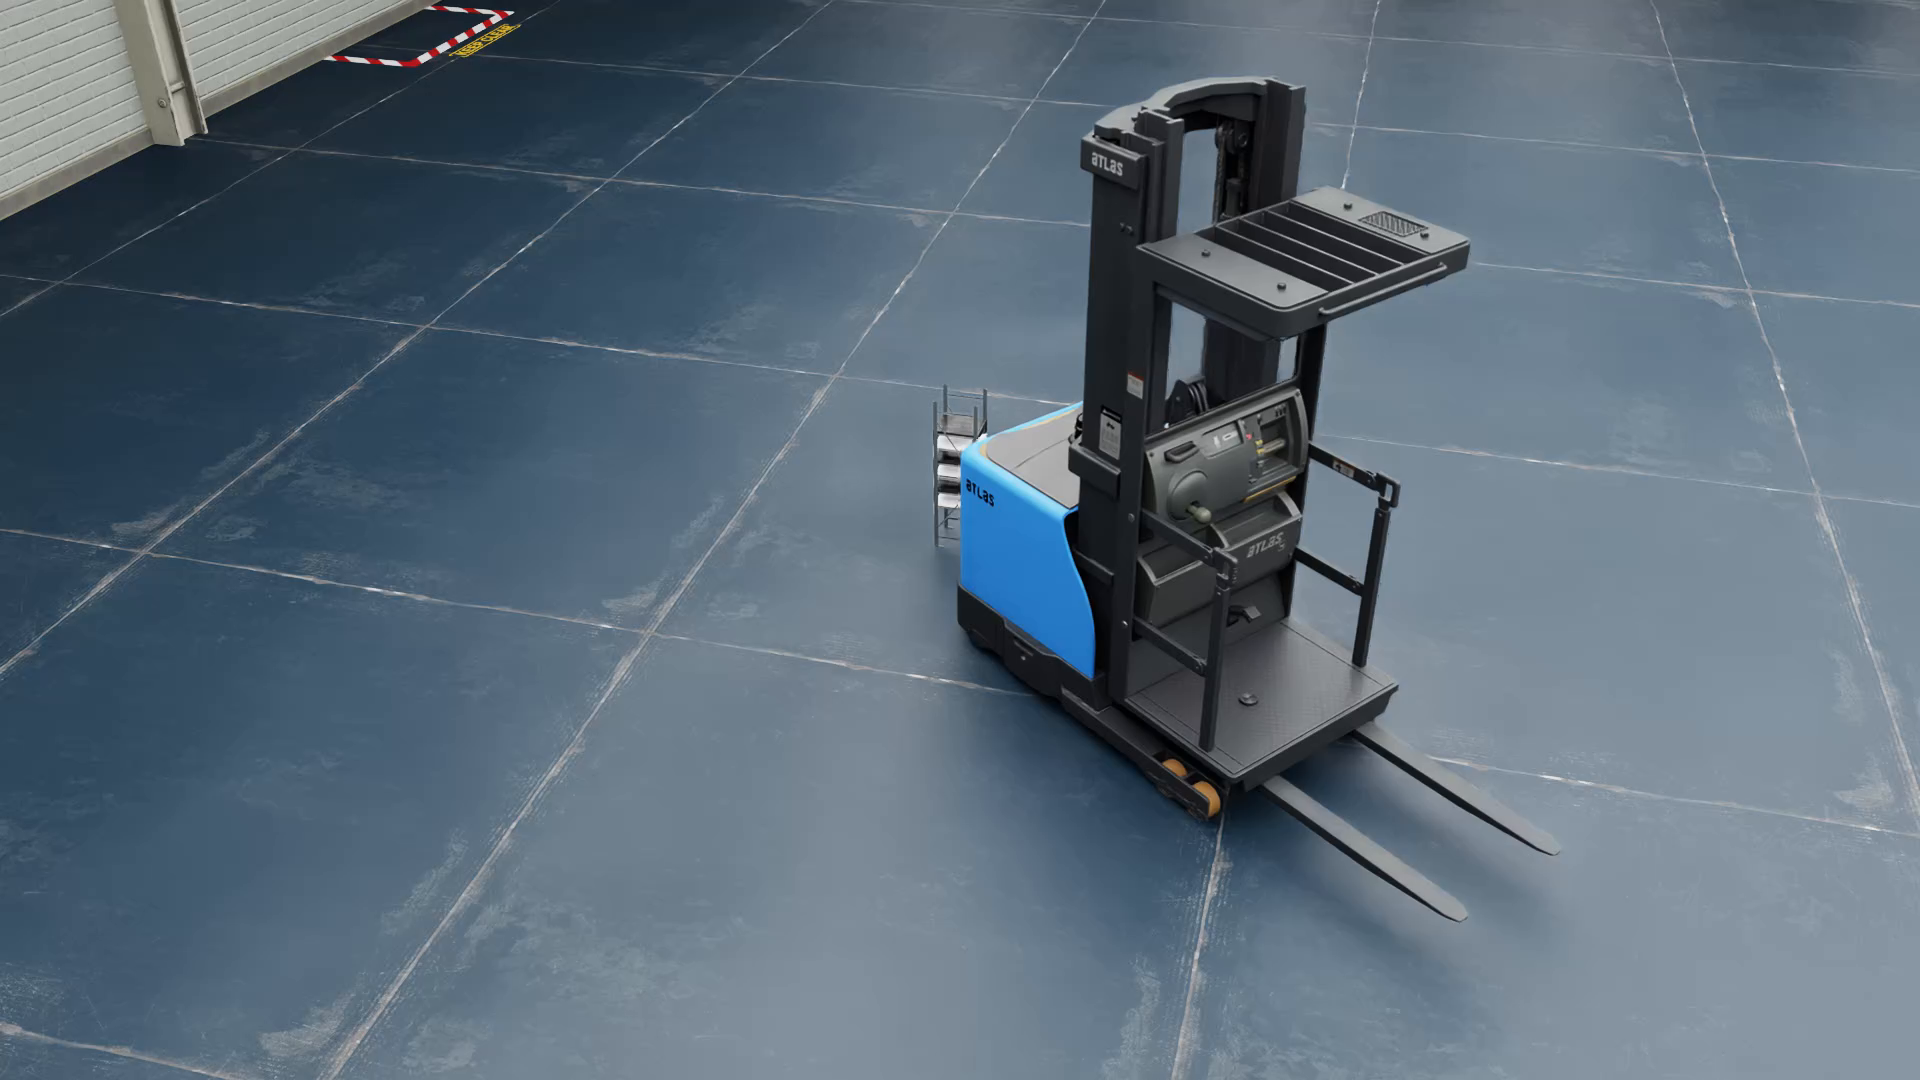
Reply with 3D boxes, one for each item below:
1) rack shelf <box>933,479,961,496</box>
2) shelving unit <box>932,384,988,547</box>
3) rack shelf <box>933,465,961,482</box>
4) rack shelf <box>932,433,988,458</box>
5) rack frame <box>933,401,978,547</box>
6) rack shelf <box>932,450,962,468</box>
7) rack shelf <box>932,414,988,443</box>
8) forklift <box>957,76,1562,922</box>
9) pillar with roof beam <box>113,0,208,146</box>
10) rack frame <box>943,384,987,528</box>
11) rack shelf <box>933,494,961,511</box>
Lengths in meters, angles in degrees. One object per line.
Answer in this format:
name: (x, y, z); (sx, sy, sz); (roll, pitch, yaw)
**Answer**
rack shelf: (0.002, -0.280, 9.081); (0.258, 0.077, 0.200); (8, 33, 12)
shelving unit: (0.002, -0.384, 9.015); (0.258, 0.900, 0.210); (8, 33, 12)
rack shelf: (0.002, -0.356, 9.033); (0.258, 0.077, 0.200); (8, 33, 12)
rack shelf: (0.002, -0.508, 8.937); (0.258, 0.077, 0.200); (8, 33, 12)
rack frame: (-0.024, -0.331, 8.932); (0.240, 0.900, 0.006); (8, 33, 12)
rack shelf: (0.002, -0.432, 8.985); (0.258, 0.077, 0.200); (8, 33, 12)
rack shelf: (0.002, -0.584, 8.888); (0.258, 0.077, 0.200); (8, 33, 12)
forklift: (1.287, -0.309, 7.004); (1.130, 2.935, 3.031); (-23, 39, -31)
pillar with roof beam: (-2.841, -6.825, 11.599); (9.100, 9.000, 0.400); (8, 33, 12)
rack frame: (0.028, -0.437, 9.098); (0.240, 0.900, 0.006); (8, 33, 12)
rack shelf: (0.002, -0.204, 9.130); (0.258, 0.077, 0.200); (8, 33, 12)
